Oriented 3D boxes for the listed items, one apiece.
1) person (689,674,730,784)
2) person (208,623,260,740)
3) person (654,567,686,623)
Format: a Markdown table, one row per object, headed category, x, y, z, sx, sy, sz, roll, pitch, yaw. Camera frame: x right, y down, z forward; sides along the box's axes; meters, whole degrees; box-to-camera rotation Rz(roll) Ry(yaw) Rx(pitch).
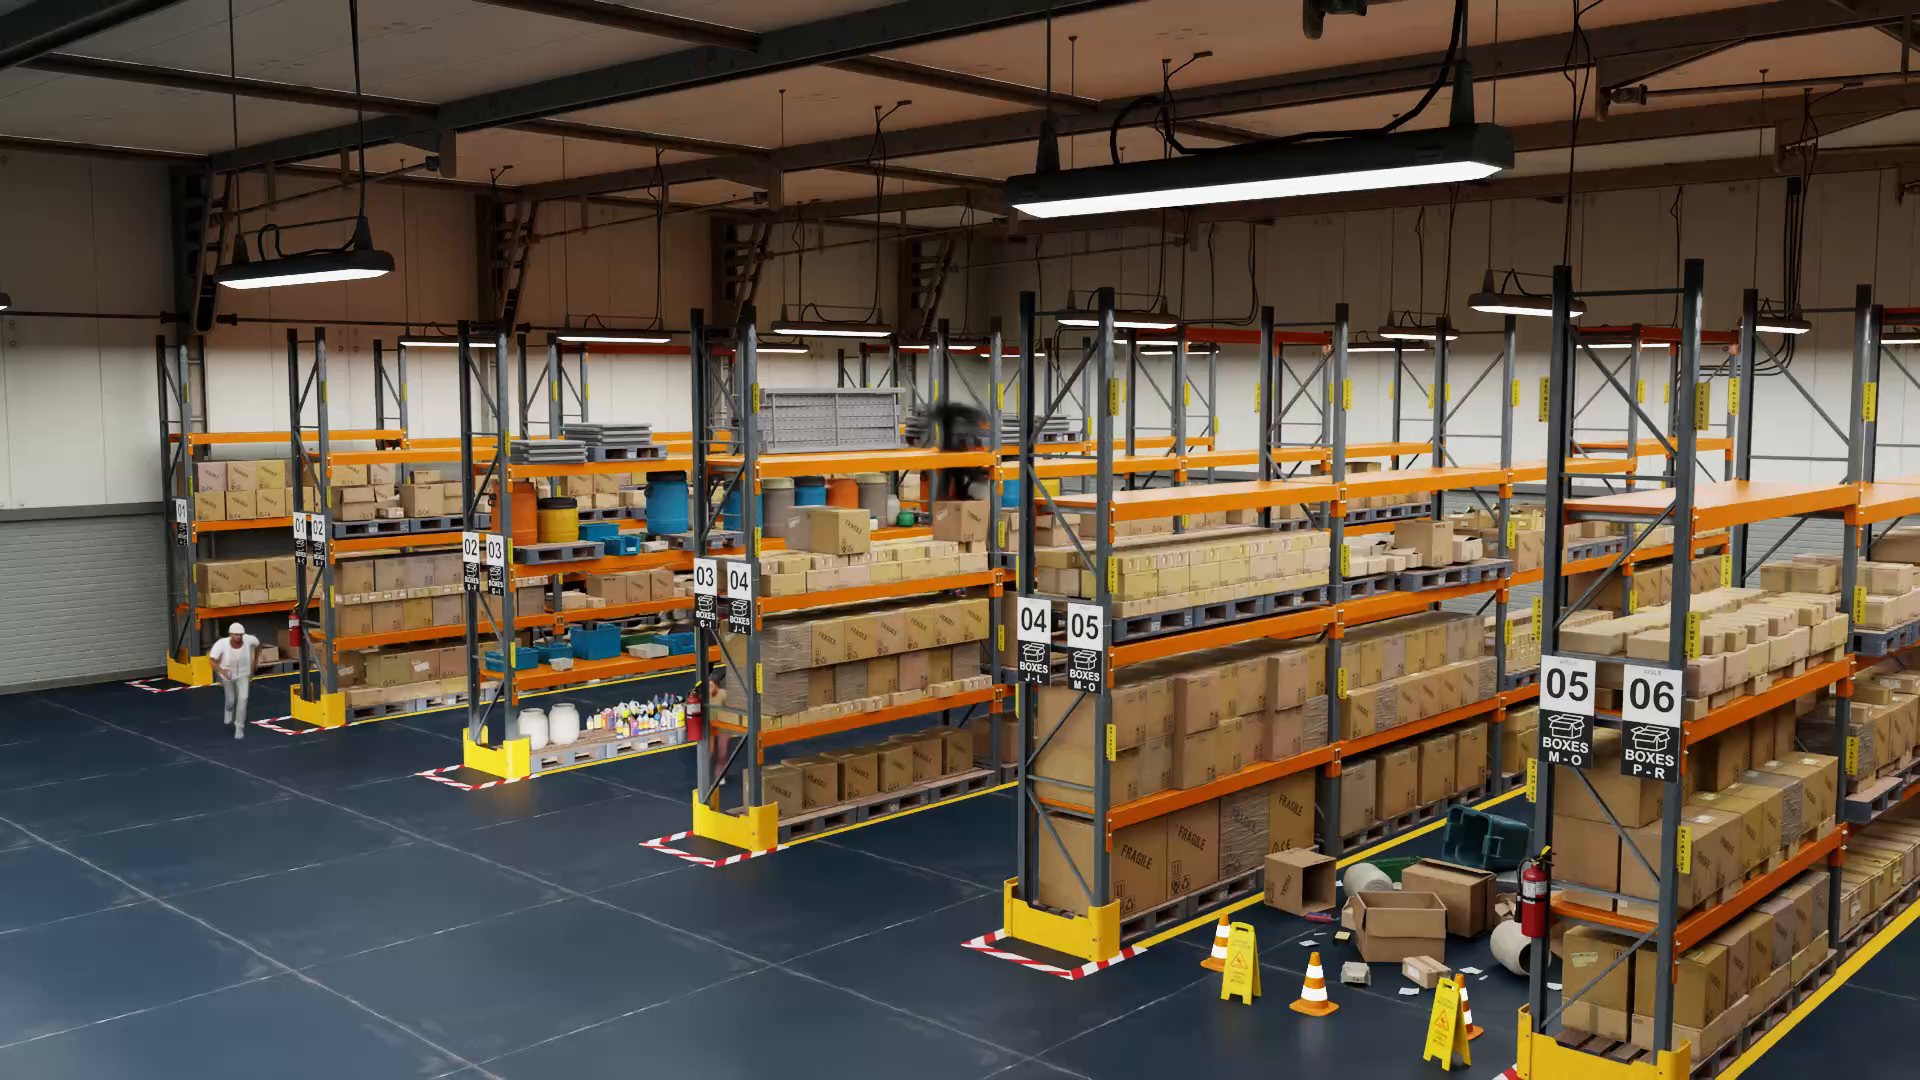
| category | x | y | z | sx | sy | sz | roll | pitch | yaw |
| --- | --- | --- | --- | --- | --- | --- | --- | --- | --- |
| person | -3.181 | 2.425 | 21.287 | 0.611 | 1.504 | 0.763 | 0 | 5 | 4 |
| person | -10.727 | 2.035 | 24.582 | 0.733 | 1.716 | 1.041 | -4 | 7 | -35 |
| person | -5.575 | 1.317 | 32.307 | 0.742 | 1.633 | 0.880 | 2 | 6 | 24 |
